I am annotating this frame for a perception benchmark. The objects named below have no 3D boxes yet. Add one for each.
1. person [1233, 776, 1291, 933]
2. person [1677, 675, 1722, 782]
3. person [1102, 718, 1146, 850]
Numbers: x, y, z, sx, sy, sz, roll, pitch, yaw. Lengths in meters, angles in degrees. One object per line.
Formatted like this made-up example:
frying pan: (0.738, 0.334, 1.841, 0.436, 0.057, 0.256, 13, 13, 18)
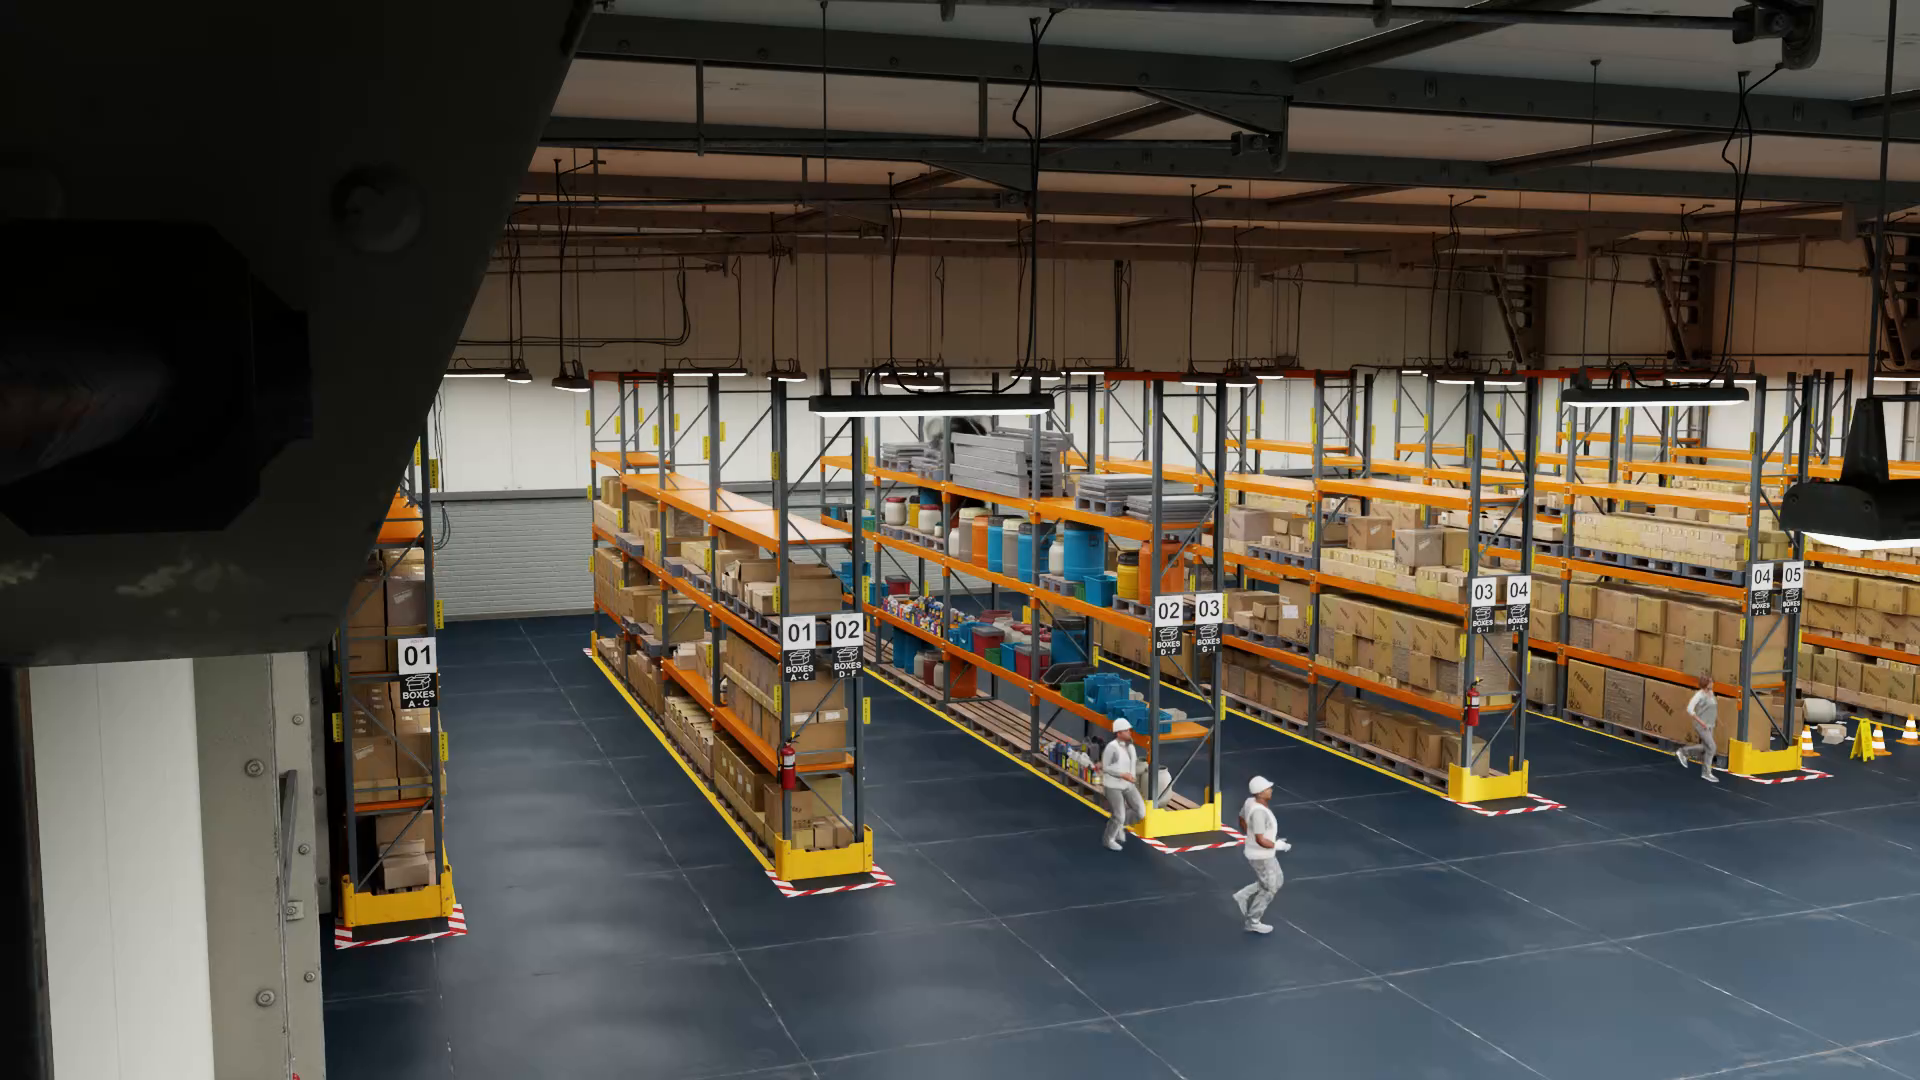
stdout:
person: (3.326, 3.441, 18.226, 0.567, 1.737, 0.683, 0, 6, 4)
person: (11.056, 2.787, 24.882, 0.564, 1.578, 0.695, -5, 8, -39)
person: (2.079, 3.118, 21.179, 0.677, 1.727, 0.628, -6, 9, -44)
